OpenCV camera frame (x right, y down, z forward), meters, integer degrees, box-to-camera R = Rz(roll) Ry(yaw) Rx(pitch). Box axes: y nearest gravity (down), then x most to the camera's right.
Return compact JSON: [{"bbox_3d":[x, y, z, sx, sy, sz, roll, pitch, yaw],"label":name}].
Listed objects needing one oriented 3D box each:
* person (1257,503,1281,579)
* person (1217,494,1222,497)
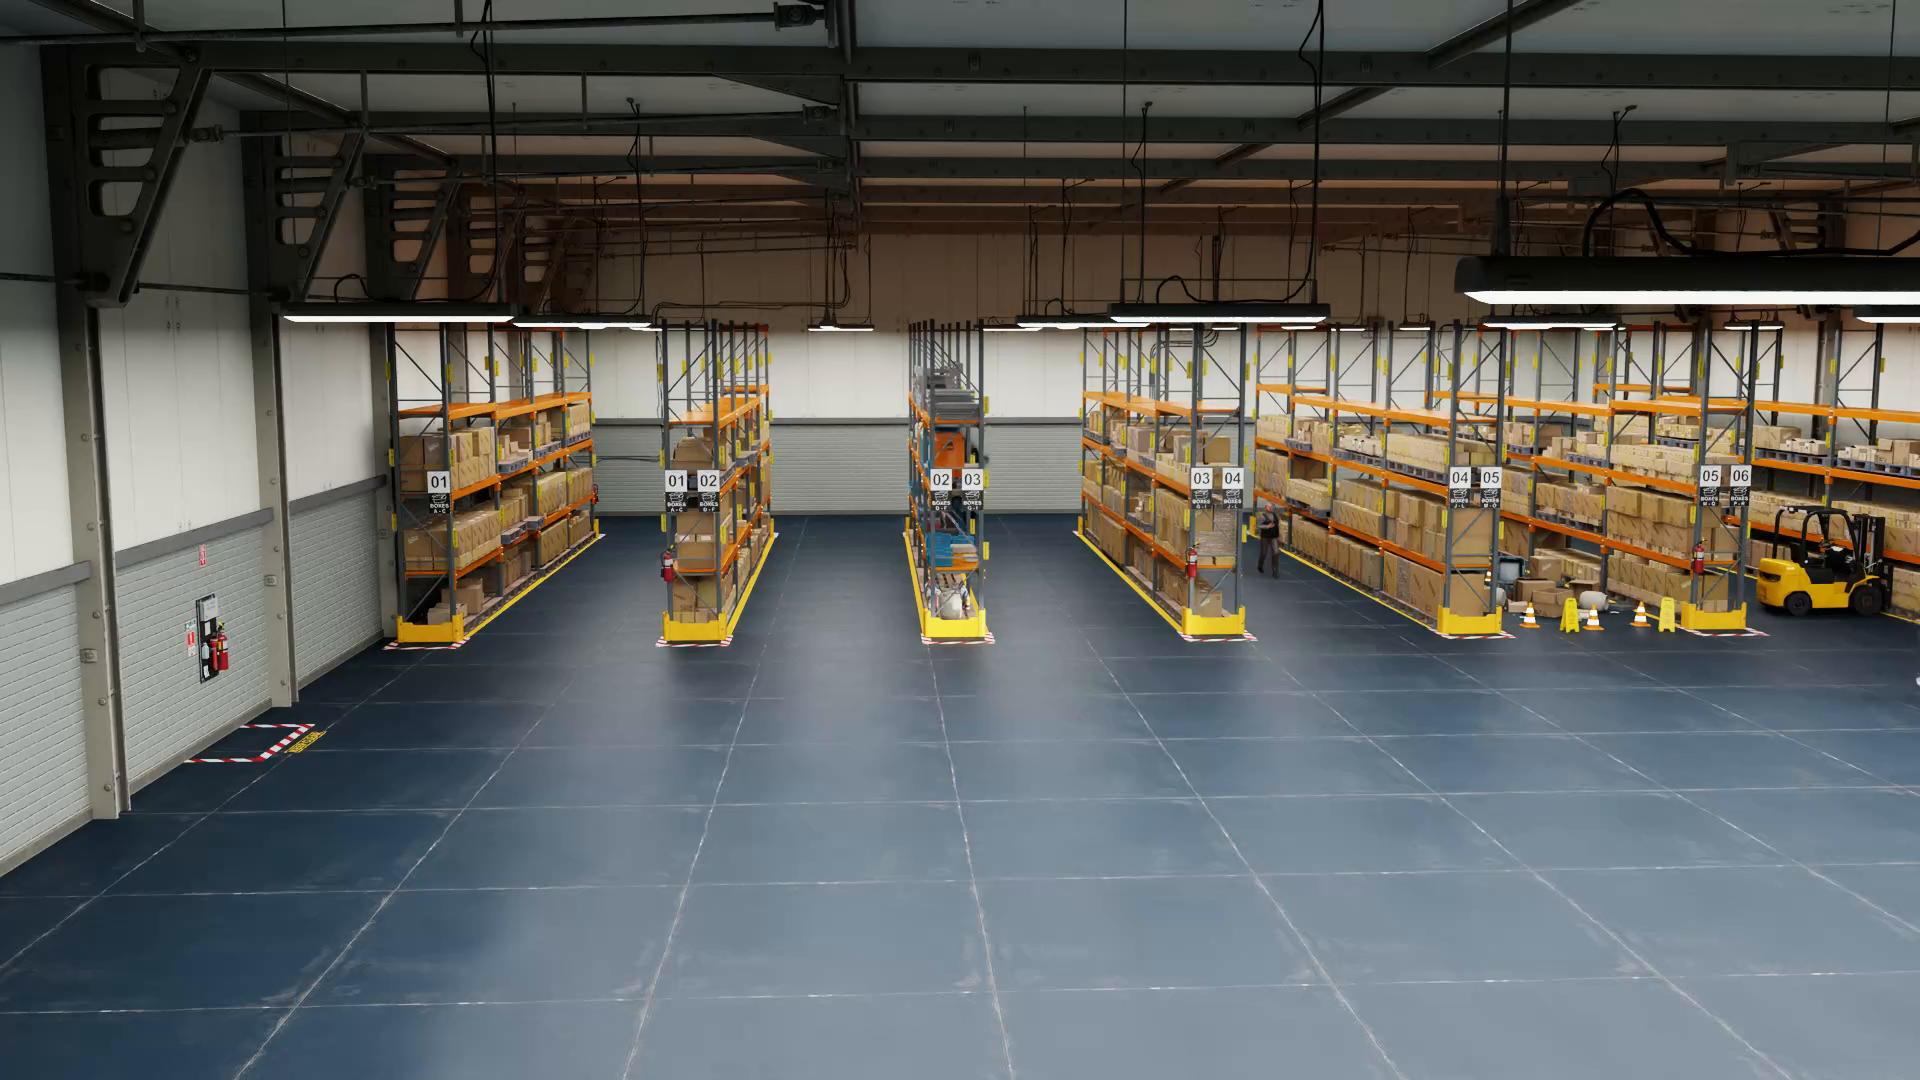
[{"bbox_3d":[7.319,-0.004,39.411,0.635,1.765,0.840,-1,7,-9],"label":"person"},{"bbox_3d":[7.429,-1.038,48.775,0.691,1.560,0.639,-3,8,-22],"label":"person"}]
